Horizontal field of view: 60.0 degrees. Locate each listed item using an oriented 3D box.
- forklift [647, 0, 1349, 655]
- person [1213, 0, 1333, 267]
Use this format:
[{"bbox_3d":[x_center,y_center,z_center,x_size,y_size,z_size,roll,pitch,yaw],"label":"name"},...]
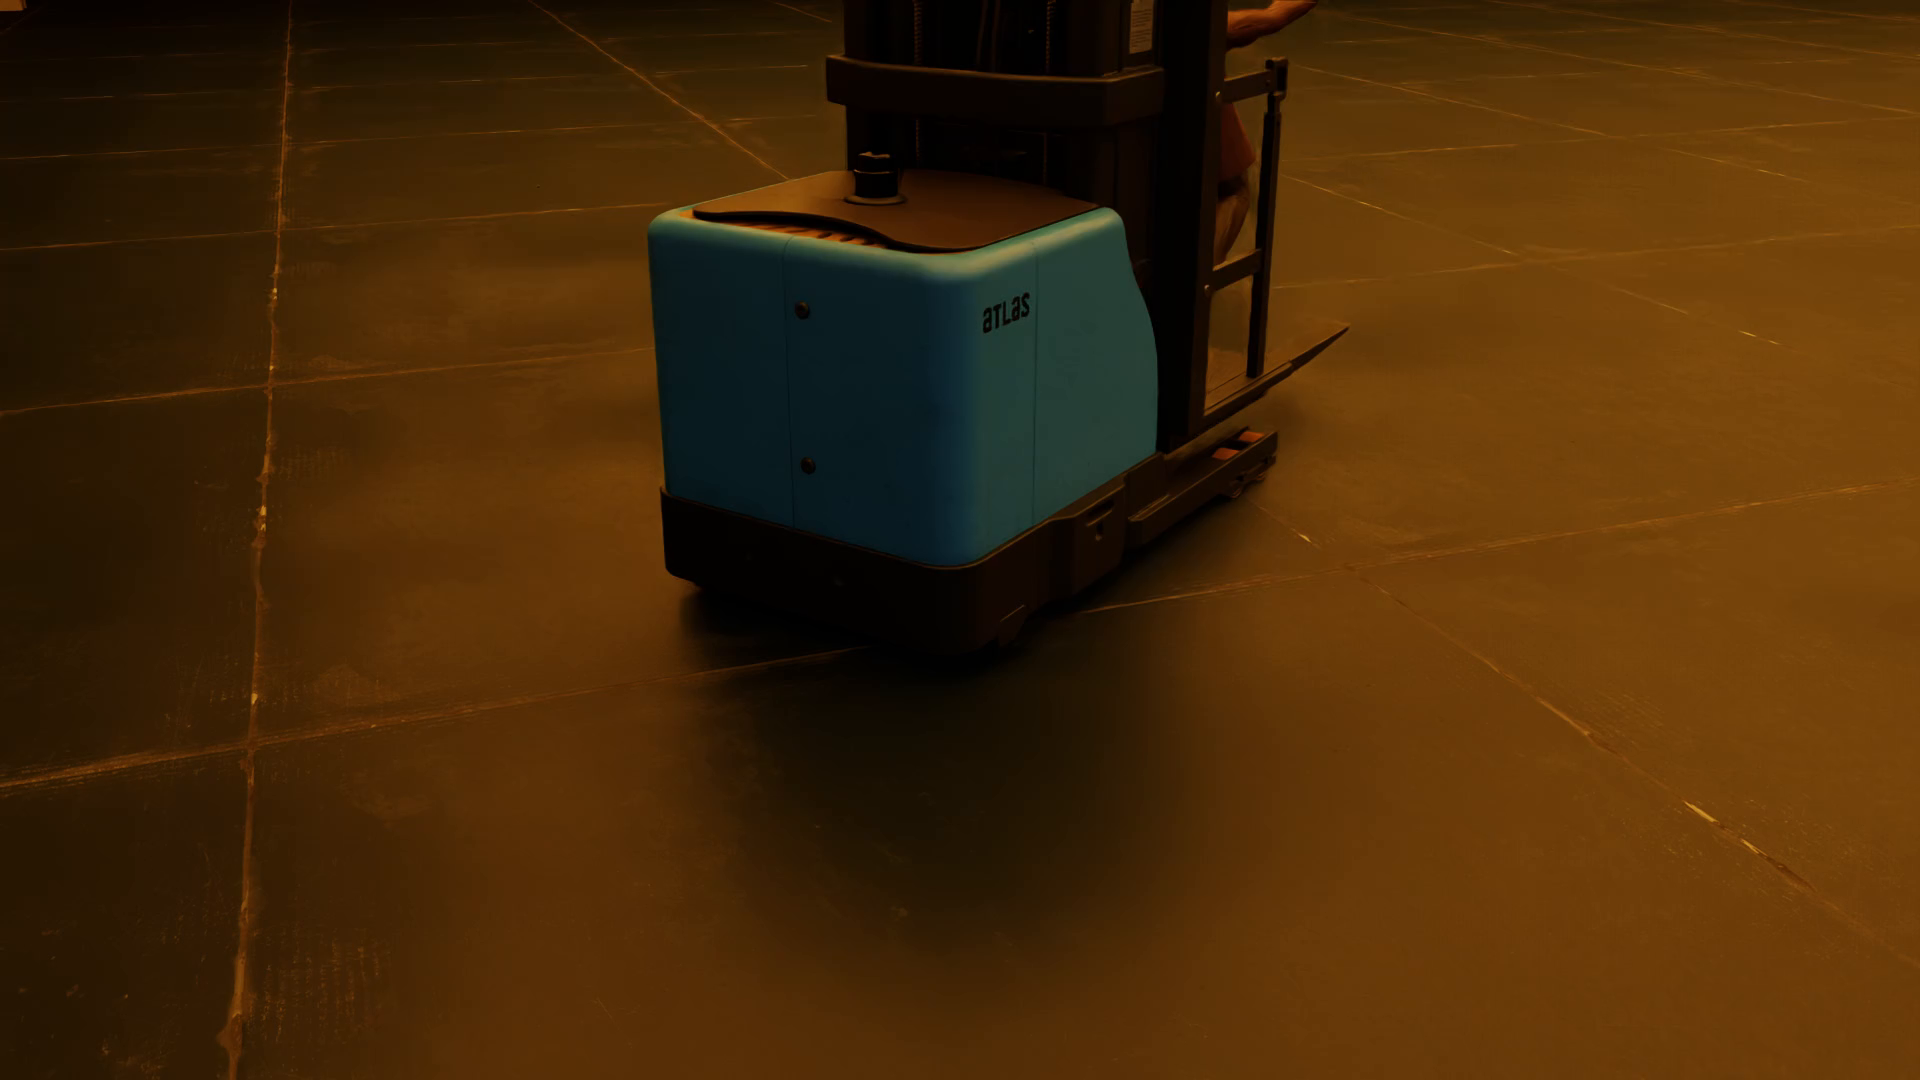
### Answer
[{"bbox_3d":[0.405,-1.577,5.049,1.130,2.935,3.031,15,27,31],"label":"forklift"},{"bbox_3d":[1.136,-1.928,7.516,1.085,1.643,0.687,3,23,7],"label":"person"}]
